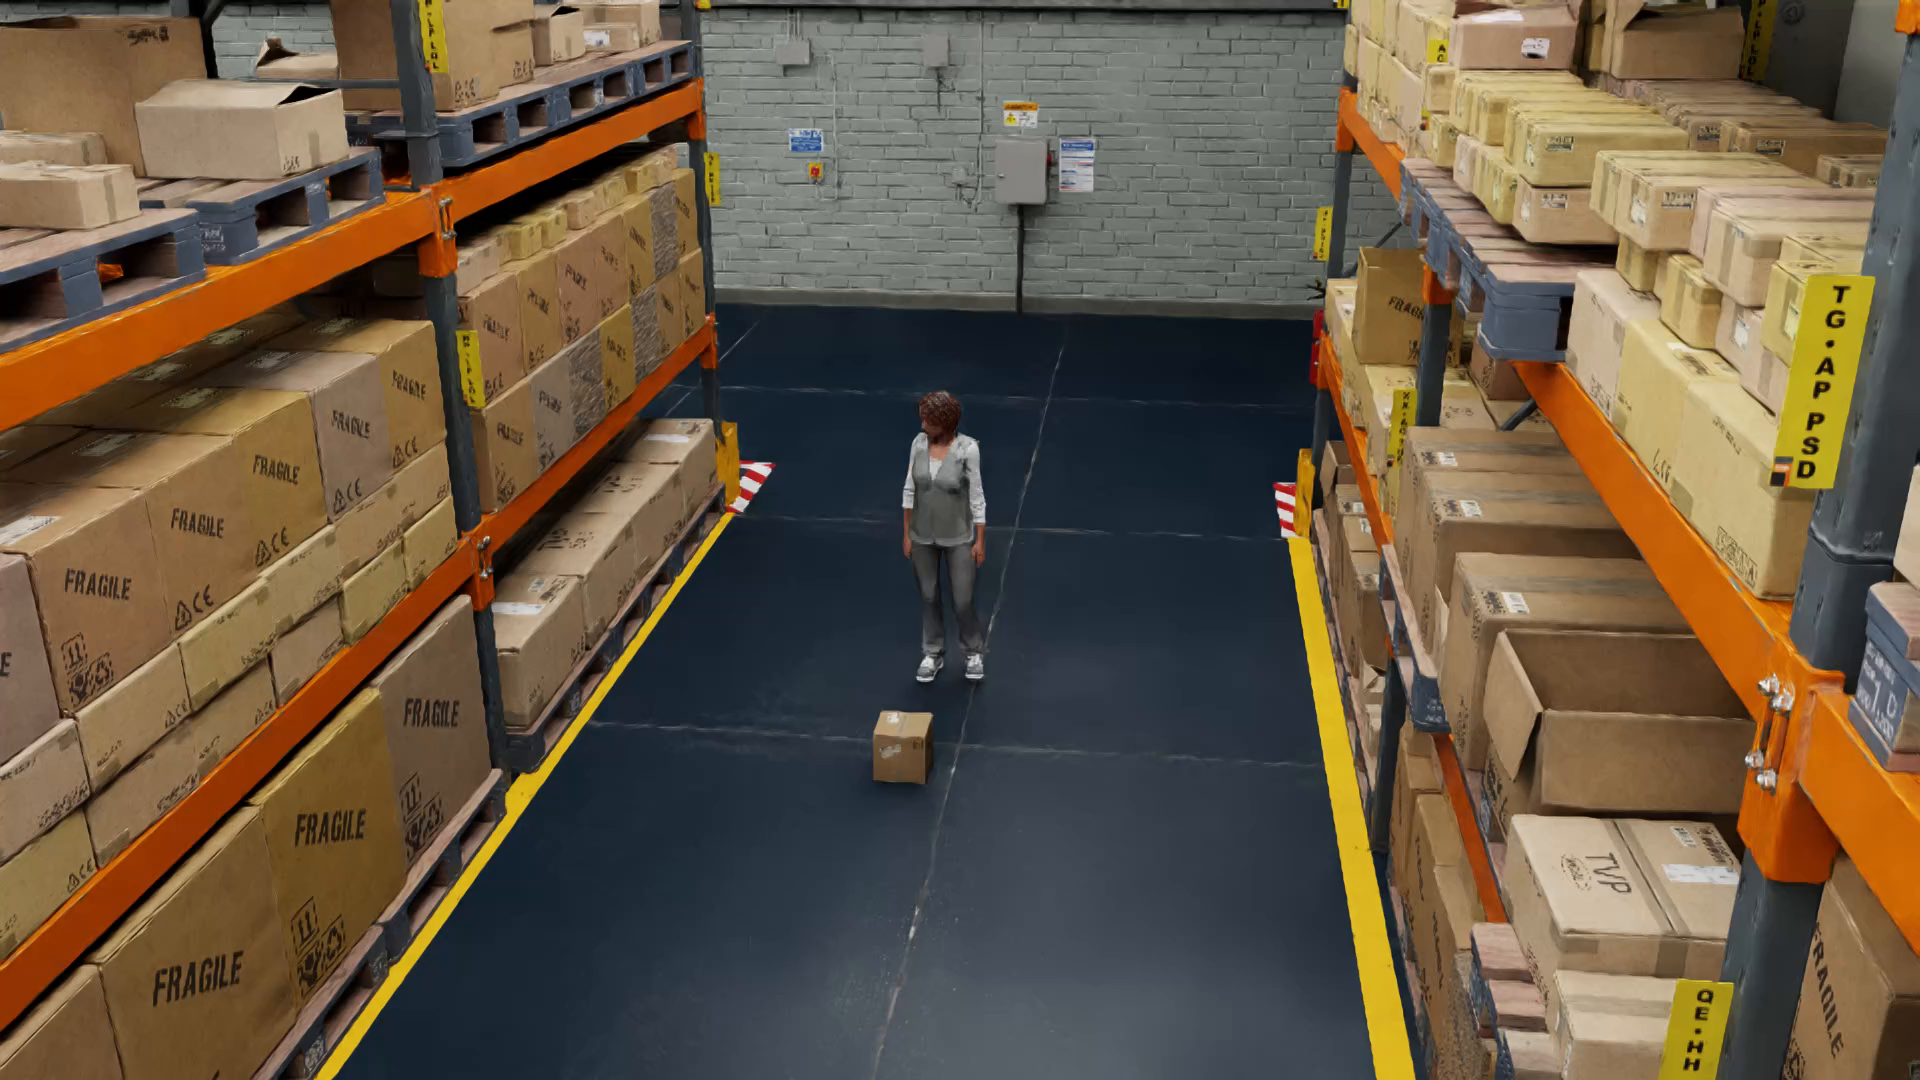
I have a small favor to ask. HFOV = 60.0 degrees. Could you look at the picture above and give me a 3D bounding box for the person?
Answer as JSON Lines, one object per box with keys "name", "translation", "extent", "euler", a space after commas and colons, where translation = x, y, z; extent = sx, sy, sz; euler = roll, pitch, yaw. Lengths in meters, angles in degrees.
{"name": "person", "translation": [-0.078, -0.011, 8.593], "extent": [0.447, 1.591, 0.365], "euler": [6, 22, 14]}
